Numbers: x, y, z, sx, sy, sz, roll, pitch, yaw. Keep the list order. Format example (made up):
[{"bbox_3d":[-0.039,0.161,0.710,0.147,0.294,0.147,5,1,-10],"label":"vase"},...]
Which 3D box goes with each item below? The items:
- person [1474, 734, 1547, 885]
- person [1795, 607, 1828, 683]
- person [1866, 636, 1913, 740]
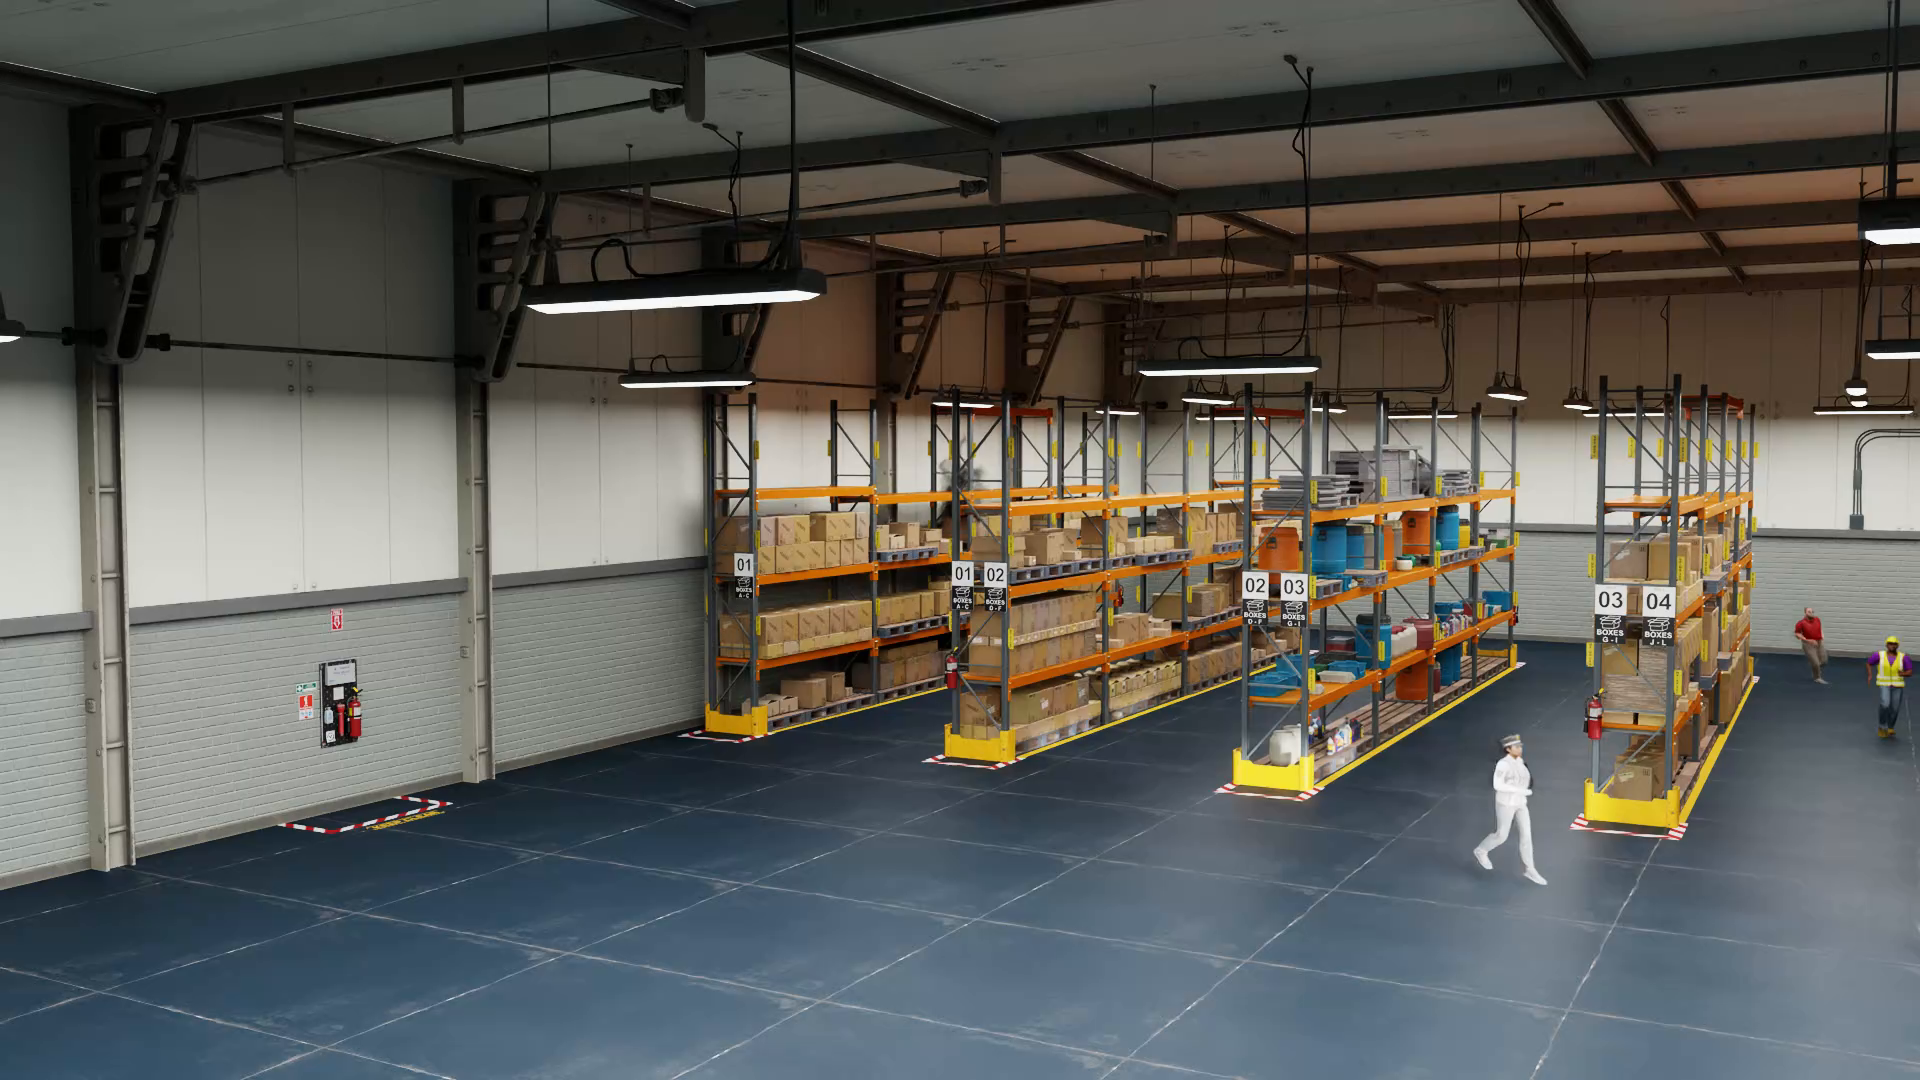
[{"bbox_3d":[6.402,3.089,19.350,0.614,1.698,0.942,-2,4,-33],"label":"person"},{"bbox_3d":[18.270,2.256,35.721,0.739,1.639,0.605,0,3,-8],"label":"person"},{"bbox_3d":[16.134,2.531,28.840,0.670,1.731,0.728,1,3,20],"label":"person"}]
